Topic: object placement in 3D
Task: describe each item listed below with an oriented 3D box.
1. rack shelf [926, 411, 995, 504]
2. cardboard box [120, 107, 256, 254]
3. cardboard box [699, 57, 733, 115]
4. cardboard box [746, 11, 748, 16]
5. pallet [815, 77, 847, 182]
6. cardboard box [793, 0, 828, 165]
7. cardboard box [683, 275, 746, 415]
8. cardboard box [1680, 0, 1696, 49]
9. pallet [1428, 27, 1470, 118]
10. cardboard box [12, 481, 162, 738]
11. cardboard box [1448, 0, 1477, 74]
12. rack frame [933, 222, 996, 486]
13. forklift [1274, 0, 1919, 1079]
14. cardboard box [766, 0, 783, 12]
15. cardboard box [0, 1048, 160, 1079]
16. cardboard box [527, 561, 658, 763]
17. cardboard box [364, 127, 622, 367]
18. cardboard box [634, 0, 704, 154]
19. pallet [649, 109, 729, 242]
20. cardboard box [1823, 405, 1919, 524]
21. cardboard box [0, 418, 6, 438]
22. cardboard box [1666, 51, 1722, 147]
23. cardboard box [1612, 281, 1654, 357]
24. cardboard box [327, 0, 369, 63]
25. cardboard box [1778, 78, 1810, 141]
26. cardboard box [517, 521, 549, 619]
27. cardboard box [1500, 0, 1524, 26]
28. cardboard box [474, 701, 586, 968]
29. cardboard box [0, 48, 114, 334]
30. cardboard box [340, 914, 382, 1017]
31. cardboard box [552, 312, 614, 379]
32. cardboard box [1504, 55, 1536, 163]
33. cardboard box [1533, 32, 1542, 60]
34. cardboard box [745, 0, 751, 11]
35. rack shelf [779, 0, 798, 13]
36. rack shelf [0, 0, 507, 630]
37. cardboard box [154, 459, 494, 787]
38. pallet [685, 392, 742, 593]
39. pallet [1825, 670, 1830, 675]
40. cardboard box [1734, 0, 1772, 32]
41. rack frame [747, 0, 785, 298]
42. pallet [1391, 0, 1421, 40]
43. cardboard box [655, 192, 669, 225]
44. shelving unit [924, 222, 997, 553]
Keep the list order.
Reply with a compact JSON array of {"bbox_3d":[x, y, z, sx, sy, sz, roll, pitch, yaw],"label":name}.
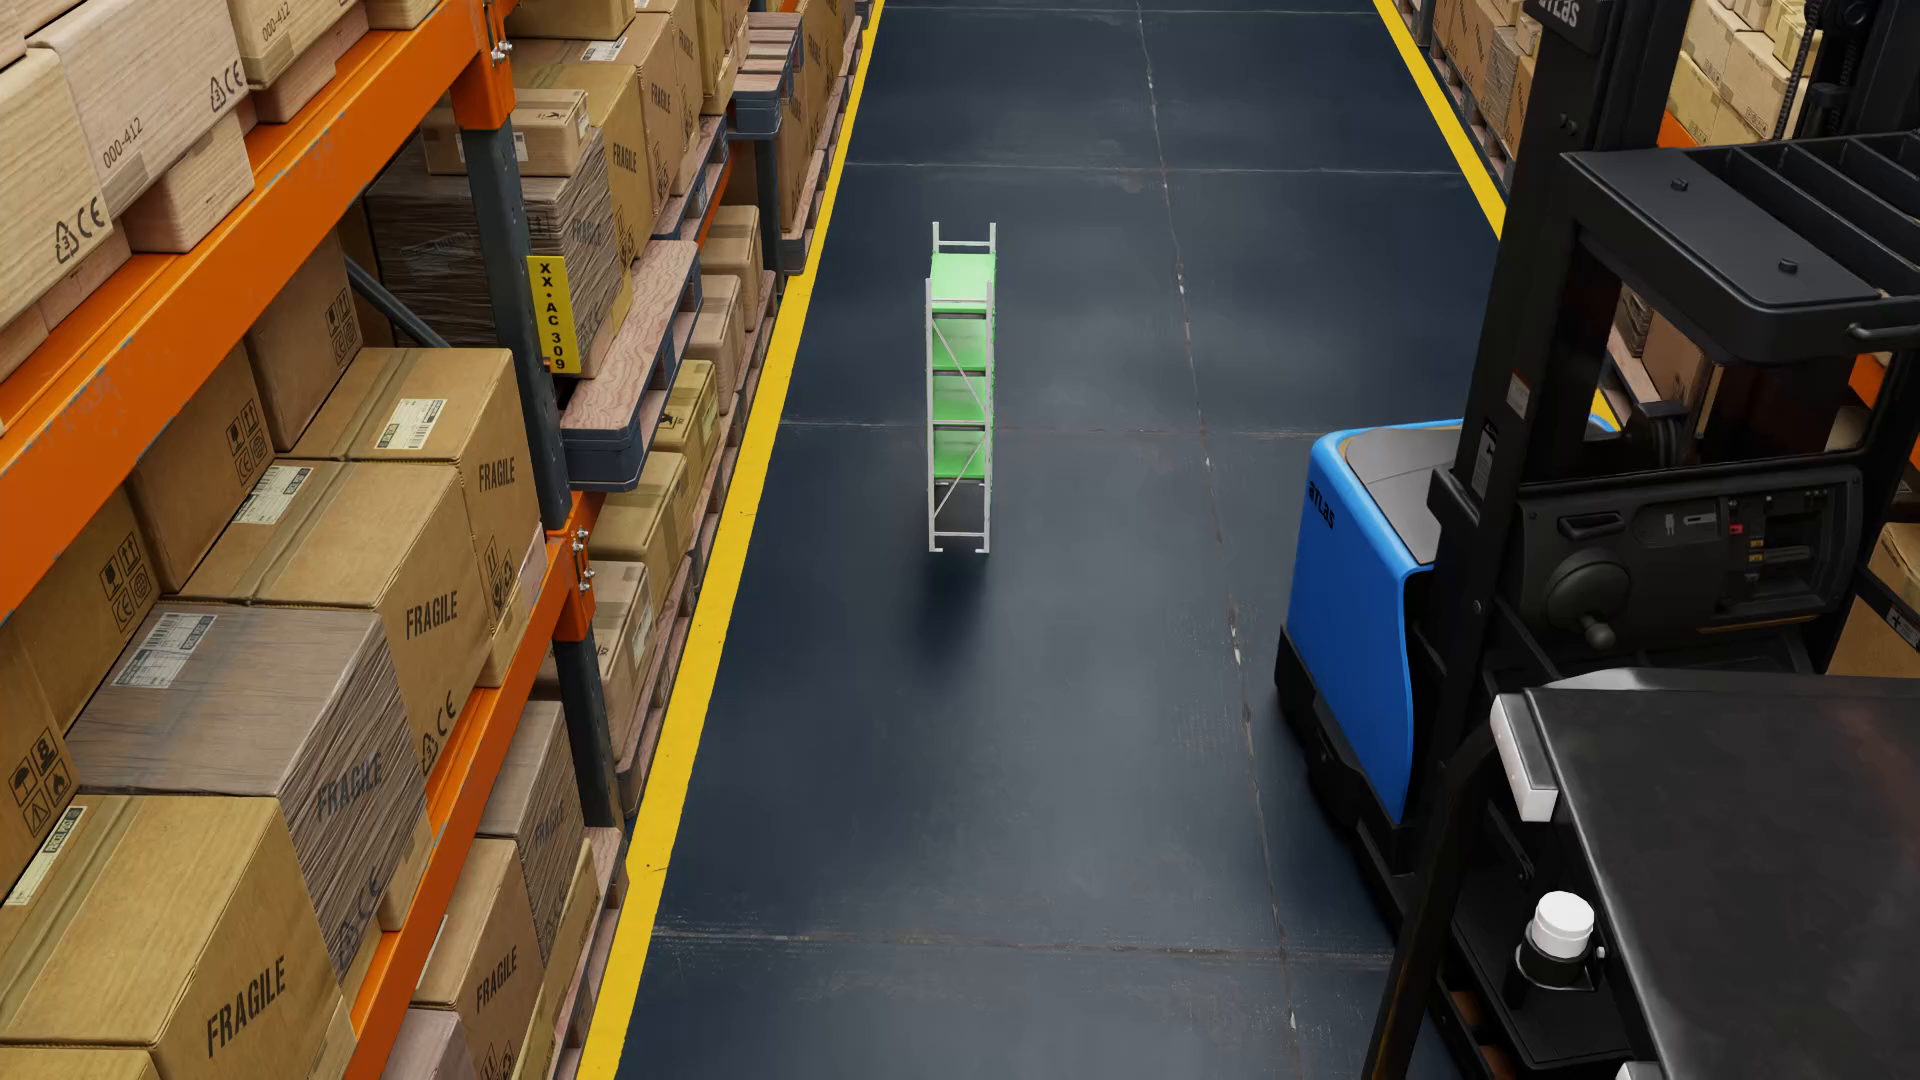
[{"bbox_3d":[0.007,-0.337,6.715,0.258,0.148,0.480,1,35,2],"label":"rack shelf"},{"bbox_3d":[-1.332,-0.564,2.554,0.380,0.149,0.250,2,35,3],"label":"cardboard box"},{"bbox_3d":[-1.105,-1.788,6.539,0.380,0.149,0.250,2,35,3],"label":"cardboard box"},{"bbox_3d":[-1.125,-2.237,7.177,0.380,0.149,0.250,2,35,3],"label":"cardboard box"},{"bbox_3d":[-1.249,-2.527,10.162,1.003,0.211,1.213,1,35,2],"label":"pallet"},{"bbox_3d":[-1.257,-2.727,9.504,0.875,0.875,0.875,2,35,2],"label":"cardboard box"},{"bbox_3d":[-1.462,-0.865,7.293,0.950,0.372,0.625,1,35,1],"label":"cardboard box"},{"bbox_3d":[3.265,-2.299,7.108,0.500,0.250,0.500,1,35,2],"label":"cardboard box"},{"bbox_3d":[3.717,-3.094,10.969,1.003,0.211,1.213,1,35,2],"label":"pallet"},{"bbox_3d":[-1.893,0.038,2.872,0.700,0.500,0.500,1,35,1],"label":"cardboard box"},{"bbox_3d":[3.457,-3.273,10.607,0.500,0.500,0.500,1,35,1],"label":"cardboard box"},{"bbox_3d":[0.016,-0.726,6.740,0.240,1.200,0.015,1,35,2],"label":"rack frame"},{"bbox_3d":[1.892,0.113,4.040,1.130,2.935,3.031,-6,36,-9],"label":"forklift"},{"bbox_3d":[-1.137,-2.731,8.158,0.500,0.250,0.500,1,35,1],"label":"cardboard box"},{"bbox_3d":[-1.396,1.060,2.287,0.500,0.500,0.500,1,35,1],"label":"cardboard box"},{"bbox_3d":[-1.550,0.383,5.517,0.950,0.372,0.625,2,35,2],"label":"cardboard box"},{"bbox_3d":[-1.263,-0.816,4.592,0.500,0.500,0.500,2,35,3],"label":"cardboard box"},{"bbox_3d":[-1.200,-1.683,5.825,0.500,0.500,0.500,0,35,0],"label":"cardboard box"},{"bbox_3d":[-1.447,-1.301,6.159,1.003,0.211,1.213,1,35,2],"label":"pallet"},{"bbox_3d":[3.440,-0.053,5.916,0.875,0.625,0.625,1,35,1],"label":"cardboard box"},{"bbox_3d":[-1.374,-0.123,1.927,0.380,0.149,0.250,0,35,1],"label":"cardboard box"},{"bbox_3d":[3.265,-1.805,6.840,0.500,0.250,0.500,1,35,1],"label":"cardboard box"},{"bbox_3d":[3.513,-1.247,7.616,0.875,0.625,0.625,2,35,3],"label":"cardboard box"},{"bbox_3d":[-1.375,-1.012,3.191,0.380,0.149,0.250,2,35,2],"label":"cardboard box"},{"bbox_3d":[3.234,-1.417,5.853,0.500,0.250,0.500,2,35,3],"label":"cardboard box"},{"bbox_3d":[-1.277,0.075,4.253,0.380,0.149,0.250,1,35,1],"label":"cardboard box"},{"bbox_3d":[3.442,-3.166,9.890,0.380,0.149,0.250,3,35,4],"label":"cardboard box"},{"bbox_3d":[-1.324,0.773,4.415,0.500,0.500,0.500,1,35,1],"label":"cardboard box"},{"bbox_3d":[-1.377,-0.372,1.933,0.500,0.250,0.500,2,35,3],"label":"cardboard box"},{"bbox_3d":[-1.355,0.805,3.214,0.380,0.149,0.250,1,35,1],"label":"cardboard box"},{"bbox_3d":[-1.231,-0.598,4.846,0.380,0.149,0.250,2,35,3],"label":"cardboard box"},{"bbox_3d":[3.403,-2.390,9.350,0.500,0.500,0.500,3,35,4],"label":"cardboard box"},{"bbox_3d":[3.419,-2.711,9.243,0.380,0.149,0.250,1,35,1],"label":"cardboard box"},{"bbox_3d":[-1.149,-2.584,7.107,0.500,0.500,0.500,0,35,1],"label":"cardboard box"},{"bbox_3d":[-1.328,-3.372,9.565,1.077,0.370,4.000,1,35,2],"label":"rack shelf"},{"bbox_3d":[-1.649,-0.003,2.162,1.077,0.370,4.000,1,35,2],"label":"rack shelf"},{"bbox_3d":[-1.352,0.175,3.546,0.500,0.500,0.500,2,35,3],"label":"cardboard box"},{"bbox_3d":[-1.493,-0.228,6.891,1.003,0.211,1.213,1,35,2],"label":"pallet"},{"bbox_3d":[3.382,0.610,5.698,1.003,0.211,1.213,1,35,2],"label":"pallet"},{"bbox_3d":[3.253,-2.083,6.454,0.380,0.149,0.250,2,35,2],"label":"cardboard box"},{"bbox_3d":[-1.408,-2.517,7.723,1.000,3.000,0.127,1,35,2],"label":"rack frame"},{"bbox_3d":[3.741,-3.956,12.196,1.003,0.211,1.213,1,35,2],"label":"pallet"},{"bbox_3d":[-1.213,-1.195,5.695,0.380,0.149,0.250,2,35,2],"label":"cardboard box"},{"bbox_3d":[0.007,-0.586,6.540,0.258,1.200,0.503,1,35,2],"label":"shelving unit"}]
